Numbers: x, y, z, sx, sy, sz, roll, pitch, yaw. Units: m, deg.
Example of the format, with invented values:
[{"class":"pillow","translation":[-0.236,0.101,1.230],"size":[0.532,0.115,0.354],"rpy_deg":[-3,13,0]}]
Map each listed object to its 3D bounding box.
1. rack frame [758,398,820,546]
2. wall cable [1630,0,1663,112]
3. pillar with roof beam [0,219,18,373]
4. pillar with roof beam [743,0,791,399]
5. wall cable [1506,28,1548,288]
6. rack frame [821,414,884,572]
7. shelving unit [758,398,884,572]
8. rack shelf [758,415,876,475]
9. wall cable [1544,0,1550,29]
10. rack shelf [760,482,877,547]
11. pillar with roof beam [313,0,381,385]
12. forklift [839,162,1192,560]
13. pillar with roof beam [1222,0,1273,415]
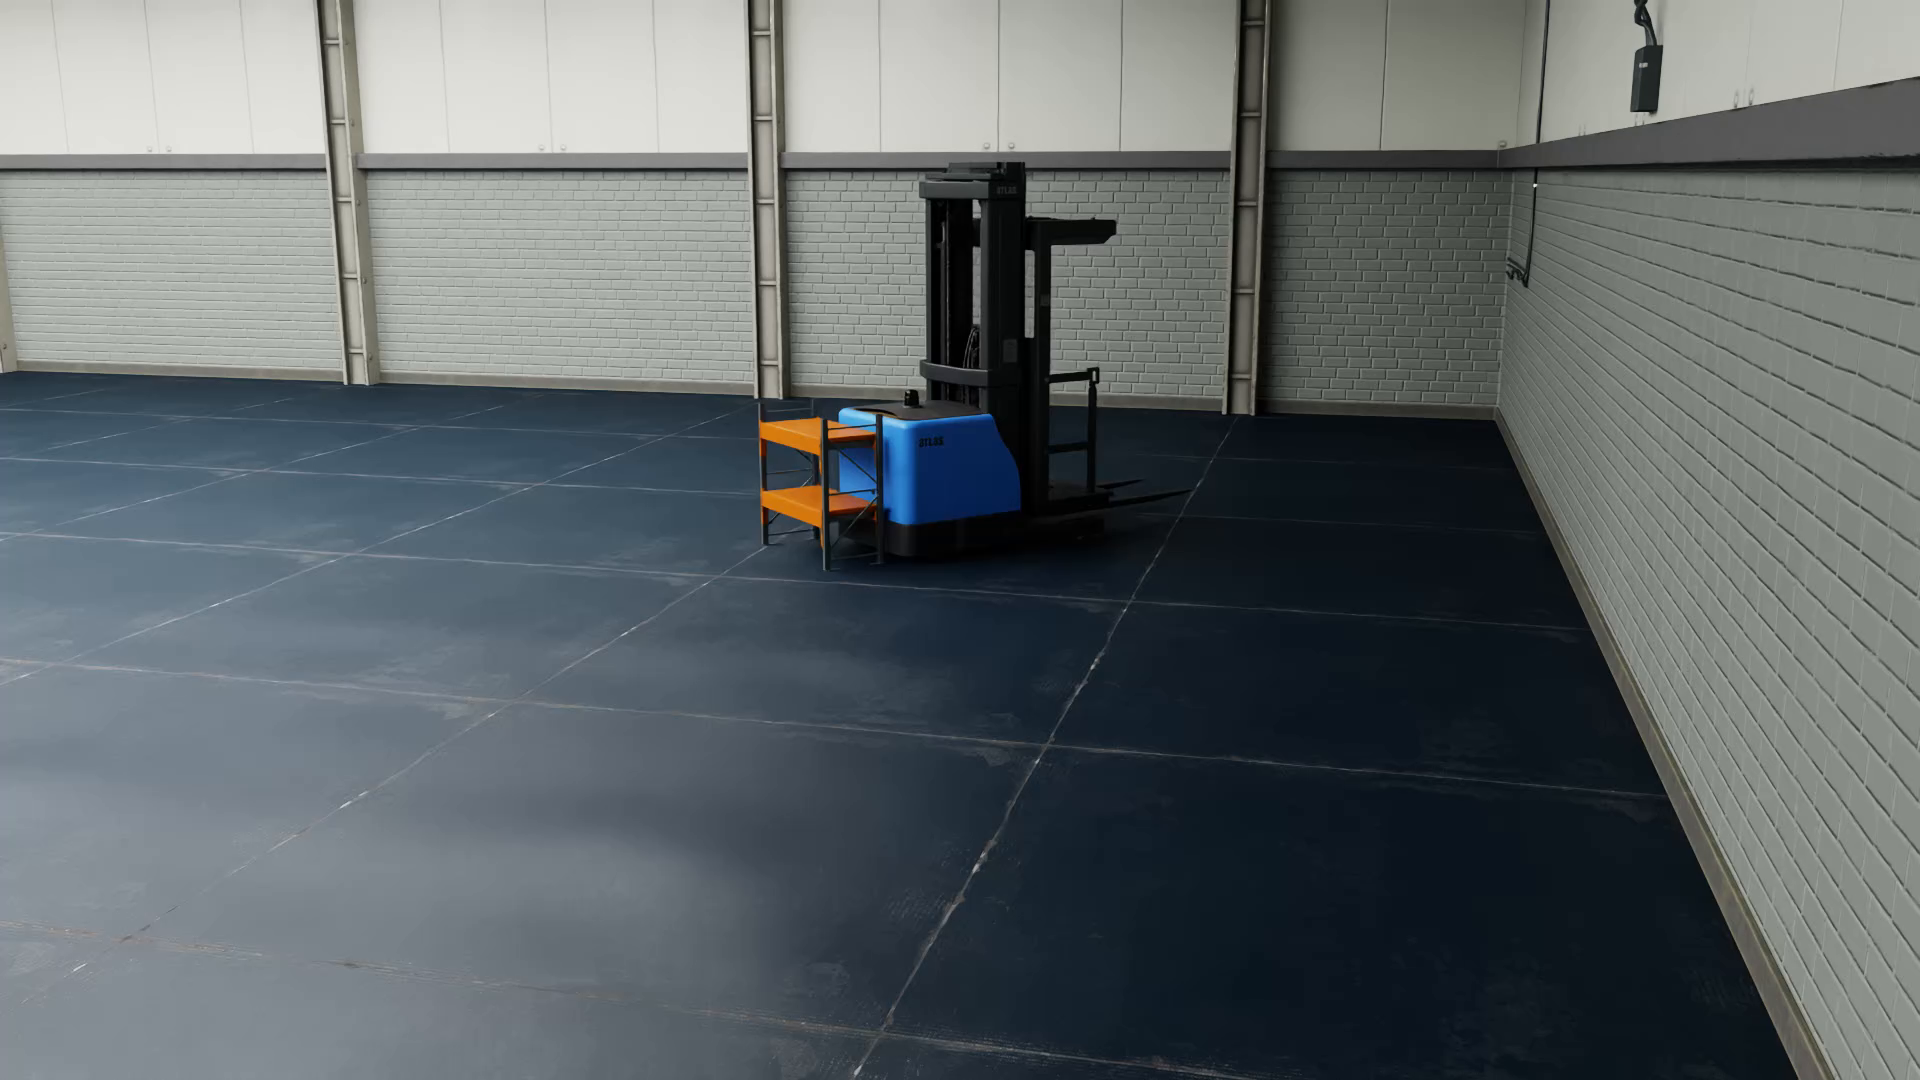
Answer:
[{"class":"rack frame","translation":[-1.336,-0.533,13.041],"size":[0.500,1.125,0.032],"rpy_deg":[-8,15,-32]},{"class":"wall cable","translation":[3.647,-5.168,7.902],"size":[0.169,6.003,2.305],"rpy_deg":[3,13,14]},{"class":"pillar with roof beam","translation":[-15.113,-5.964,19.337],"size":[0.400,9.000,9.100],"rpy_deg":[3,13,14]},{"class":"pillar with roof beam","translation":[-3.463,-5.341,16.530],"size":[0.400,9.000,9.100],"rpy_deg":[3,13,14]},{"class":"wall cable","translation":[5.937,-3.988,17.601],"size":[0.112,2.526,3.097],"rpy_deg":[3,13,14]},{"class":"rack frame","translation":[-0.785,-0.348,12.207],"size":[0.500,1.125,0.032],"rpy_deg":[-8,15,-32]},{"class":"shelving unit","translation":[-1.061,-0.441,12.624],"size":[0.538,1.125,1.048],"rpy_deg":[-8,15,-32]},{"class":"rack shelf","translation":[-1.061,-0.727,12.561],"size":[0.538,0.278,1.000],"rpy_deg":[-8,15,-32]},{"class":"wall cable","translation":[5.289,-5.885,14.490],"size":[0.112,2.526,3.097],"rpy_deg":[3,13,14]},{"class":"rack shelf","translation":[-1.061,-0.202,12.677],"size":[0.538,0.278,1.000],"rpy_deg":[-8,15,-32]},{"class":"pillar with roof beam","translation":[-9.288,-5.652,17.934],"size":[0.400,9.000,9.100],"rpy_deg":[3,13,14]},{"class":"forklift","translation":[0.543,-1.507,13.261],"size":[3.031,2.935,1.130],"rpy_deg":[-9,15,-34]},{"class":"pillar with roof beam","translation":[2.362,-5.029,15.127],"size":[0.400,9.000,9.100],"rpy_deg":[3,13,14]}]
